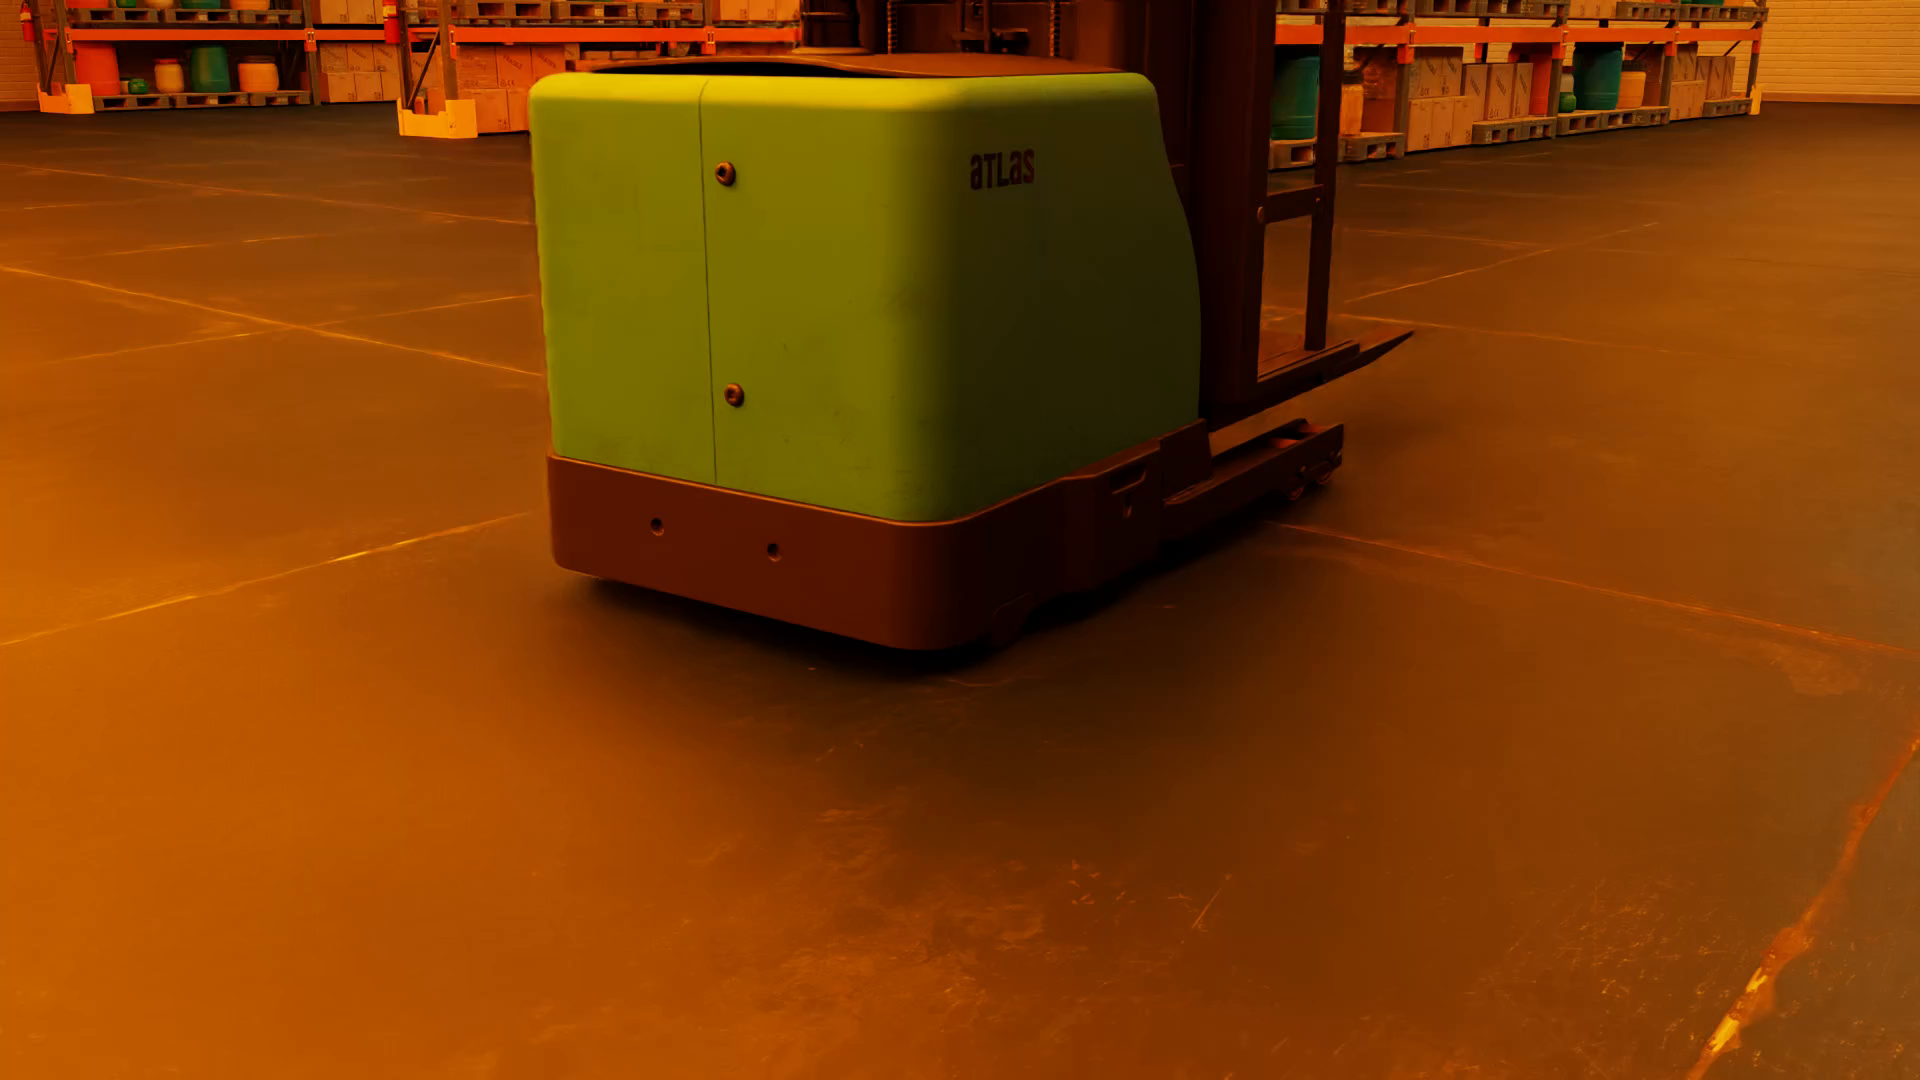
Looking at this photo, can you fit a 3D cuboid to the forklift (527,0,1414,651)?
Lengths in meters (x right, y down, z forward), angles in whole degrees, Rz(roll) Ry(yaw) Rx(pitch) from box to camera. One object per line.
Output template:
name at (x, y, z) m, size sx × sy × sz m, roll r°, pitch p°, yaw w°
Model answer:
forklift at (0.367, -1.569, 4.066) m, size 1.130 × 2.935 × 3.031 m, roll 11°, pitch 20°, yaw 32°
